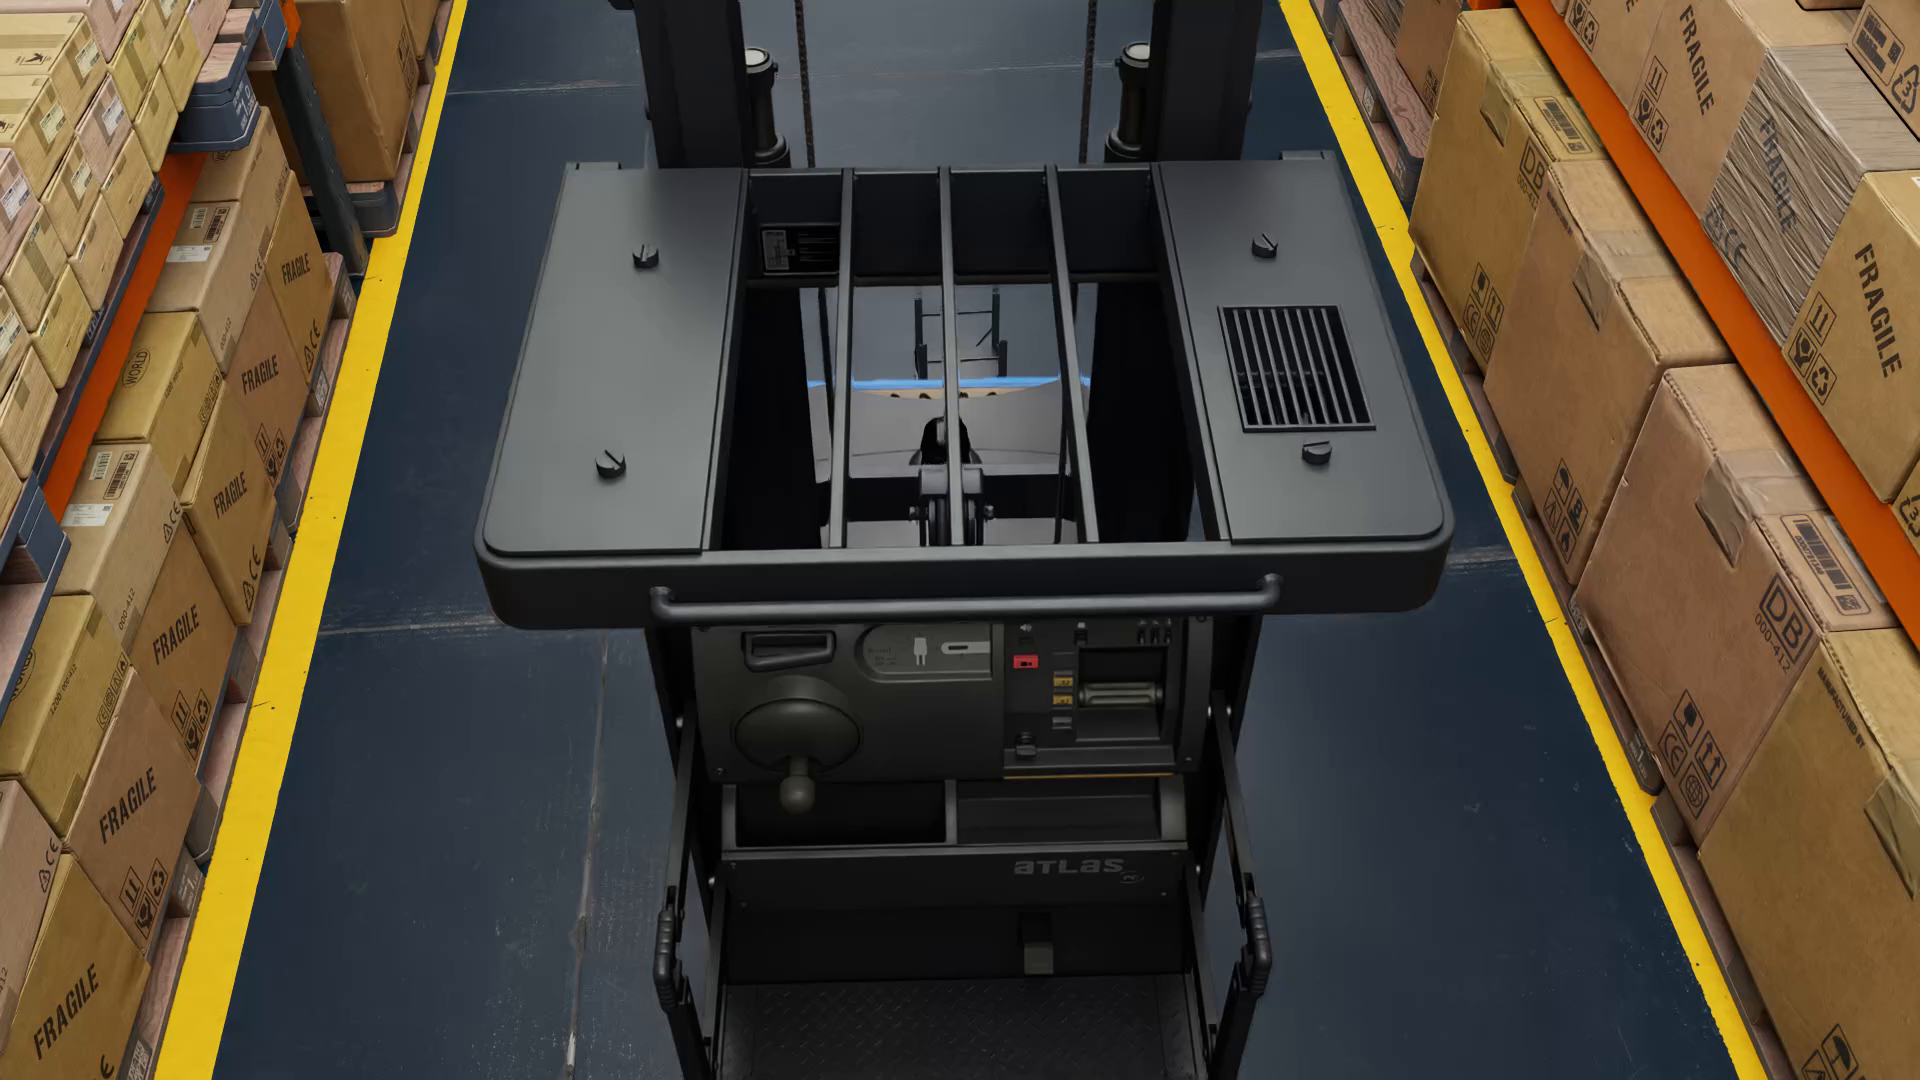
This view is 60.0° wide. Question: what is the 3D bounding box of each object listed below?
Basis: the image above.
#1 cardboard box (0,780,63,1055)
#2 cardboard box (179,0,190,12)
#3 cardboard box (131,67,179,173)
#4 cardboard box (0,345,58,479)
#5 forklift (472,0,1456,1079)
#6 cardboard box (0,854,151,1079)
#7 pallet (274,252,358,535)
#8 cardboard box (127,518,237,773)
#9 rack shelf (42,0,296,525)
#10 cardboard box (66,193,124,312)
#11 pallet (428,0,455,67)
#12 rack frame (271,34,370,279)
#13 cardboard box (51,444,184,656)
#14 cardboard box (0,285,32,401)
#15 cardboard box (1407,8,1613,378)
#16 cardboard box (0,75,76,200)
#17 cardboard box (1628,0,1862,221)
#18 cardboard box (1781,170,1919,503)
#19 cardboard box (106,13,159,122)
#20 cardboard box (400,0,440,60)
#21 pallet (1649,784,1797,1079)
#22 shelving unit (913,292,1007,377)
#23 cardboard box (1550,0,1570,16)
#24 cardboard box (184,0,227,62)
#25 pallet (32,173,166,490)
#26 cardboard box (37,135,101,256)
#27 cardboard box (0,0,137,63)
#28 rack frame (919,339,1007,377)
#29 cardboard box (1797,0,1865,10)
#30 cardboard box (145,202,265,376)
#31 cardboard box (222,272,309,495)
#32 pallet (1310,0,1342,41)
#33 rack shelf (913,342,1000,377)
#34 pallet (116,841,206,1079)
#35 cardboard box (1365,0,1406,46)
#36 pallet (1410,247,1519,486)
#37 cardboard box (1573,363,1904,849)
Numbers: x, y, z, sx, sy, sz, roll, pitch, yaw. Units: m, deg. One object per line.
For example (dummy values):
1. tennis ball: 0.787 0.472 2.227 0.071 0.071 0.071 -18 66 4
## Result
1. cardboard box: -2.176 0.784 3.358 0.500 0.250 0.500 -5 47 -5
2. cardboard box: -2.168 -1.464 4.250 0.380 0.149 0.250 -2 47 -2
3. cardboard box: -2.131 -1.005 4.020 0.380 0.149 0.250 -5 47 -5
4. cardboard box: -2.040 -0.241 3.296 0.380 0.149 0.250 -5 47 -5
5. forklift: -0.004 0.390 2.862 1.130 2.935 3.031 -1 47 -1
6. cardboard box: -2.175 1.042 3.630 0.500 0.500 0.500 -2 47 -2
7. pallet: -2.648 -0.492 5.571 1.003 0.211 1.213 -3 47 -3
8. cardboard box: -2.278 0.281 4.351 0.500 0.500 0.500 -3 47 -3
9. rack shelf: -2.545 -0.322 3.985 1.077 0.370 4.000 -3 47 -3
10. cardboard box: -2.085 -0.621 3.656 0.380 0.149 0.250 -5 47 -5
11. pallet: -2.802 -2.514 7.485 1.003 0.211 1.213 -3 47 -3
12. rack frame: -2.712 -2.017 5.094 1.000 3.000 0.127 -3 47 -3
13. cardboard box: -2.261 0.029 4.072 0.500 0.250 0.500 -2 47 -2
14. cardboard box: -2.045 -0.353 3.198 0.380 0.149 0.250 -2 47 -2
15. cardboard box: 2.276 -1.158 5.455 1.225 0.875 0.875 -5 47 -5
16. cardboard box: -2.087 -0.829 3.443 0.380 0.149 0.250 -2 47 -2
17. cardboard box: 2.100 -1.168 4.221 0.500 0.500 0.500 -4 47 -4
18. cardboard box: 2.177 -0.443 3.535 0.500 0.500 0.500 -4 47 -4
19. cardboard box: -2.129 -1.103 3.907 0.380 0.149 0.250 -4 47 -4
20. cardboard box: -2.750 -2.466 6.780 1.050 0.750 0.750 -3 47 -3
21. pallet: 2.434 1.054 4.106 1.003 0.211 1.213 -3 47 -3
22. shelving unit: 0.001 -0.304 4.918 0.258 0.900 0.210 -3 47 -3
23. cardboard box: 2.008 -1.911 4.925 0.500 0.500 0.500 -2 47 -2
24. cardboard box: -2.172 -1.380 4.375 0.380 0.149 0.250 -3 47 -3
25. pallet: -2.506 -0.521 3.810 1.003 0.211 1.213 -3 47 -3
26. cardboard box: -2.085 -0.727 3.552 0.380 0.149 0.250 -4 47 -4
27. cardboard box: -2.133 -1.214 3.807 0.380 0.149 0.250 -3 47 -3
28. rack frame: 0.009 -0.230 4.848 0.240 0.900 0.006 -3 47 -3
29. cardboard box: 2.336 -1.623 3.961 0.797 0.503 0.637 -3 47 -2
30. cardboard box: -2.340 -0.716 4.778 0.500 0.250 0.500 -3 47 -3
31. cardboard box: -2.357 -0.466 5.057 0.500 0.500 0.500 -2 47 -2
32. pallet: 2.076 -2.732 7.692 1.003 0.211 1.213 -3 47 -3
33. rack shelf: 0.001 -0.466 4.746 0.258 0.077 0.200 -3 47 -3
34. pallet: -2.444 1.273 3.899 1.003 0.211 1.213 -3 47 -3
35. cardboard box: 2.104 -2.421 6.896 0.700 0.500 0.500 -7 47 -7
36. pallet: 2.230 -0.711 5.778 1.003 0.211 1.213 -3 47 -3
37. cardboard box: 2.425 0.127 4.238 1.225 0.875 0.875 -5 47 -5
